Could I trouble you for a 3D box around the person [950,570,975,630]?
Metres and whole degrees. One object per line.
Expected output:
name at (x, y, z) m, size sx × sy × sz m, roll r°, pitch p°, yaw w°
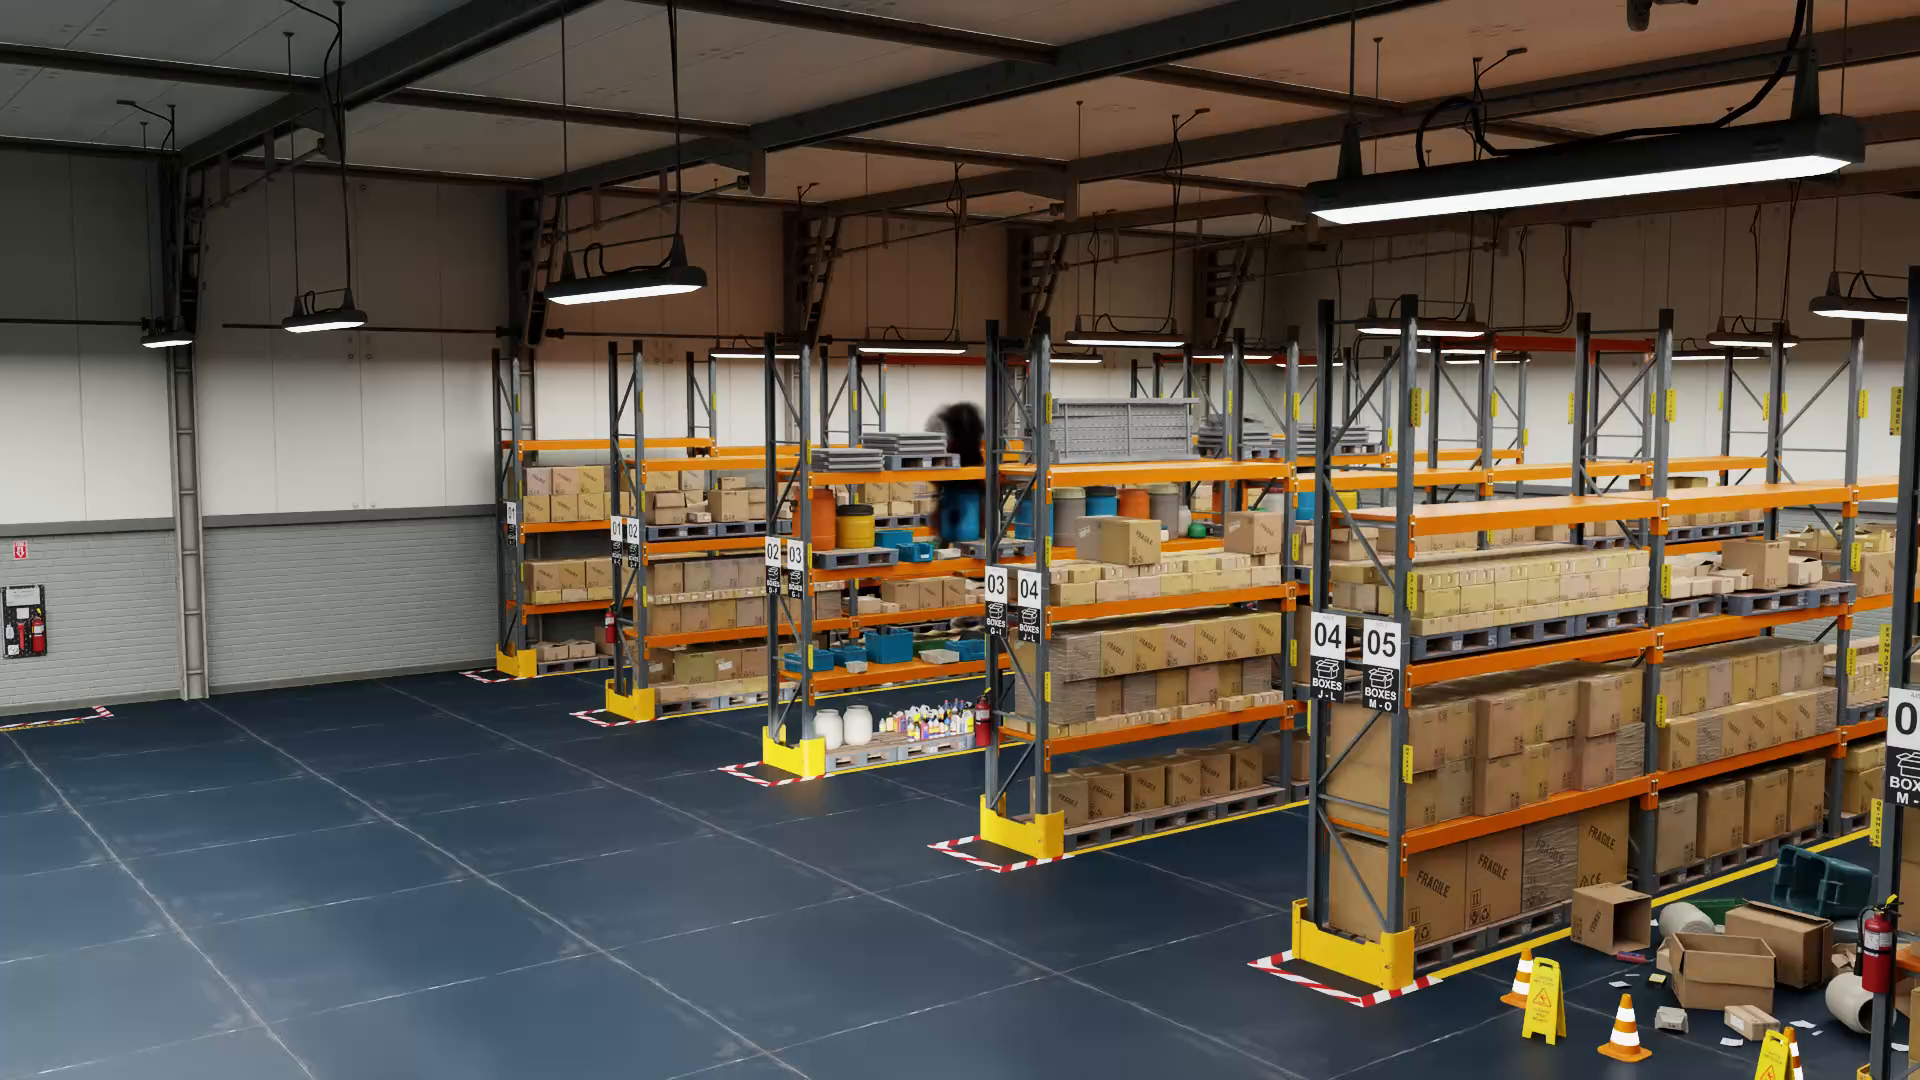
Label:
person at (-0.032, 1.386, 32.950) m, size 0.797 × 1.784 × 0.653 m, roll -4°, pitch 6°, yaw -35°
